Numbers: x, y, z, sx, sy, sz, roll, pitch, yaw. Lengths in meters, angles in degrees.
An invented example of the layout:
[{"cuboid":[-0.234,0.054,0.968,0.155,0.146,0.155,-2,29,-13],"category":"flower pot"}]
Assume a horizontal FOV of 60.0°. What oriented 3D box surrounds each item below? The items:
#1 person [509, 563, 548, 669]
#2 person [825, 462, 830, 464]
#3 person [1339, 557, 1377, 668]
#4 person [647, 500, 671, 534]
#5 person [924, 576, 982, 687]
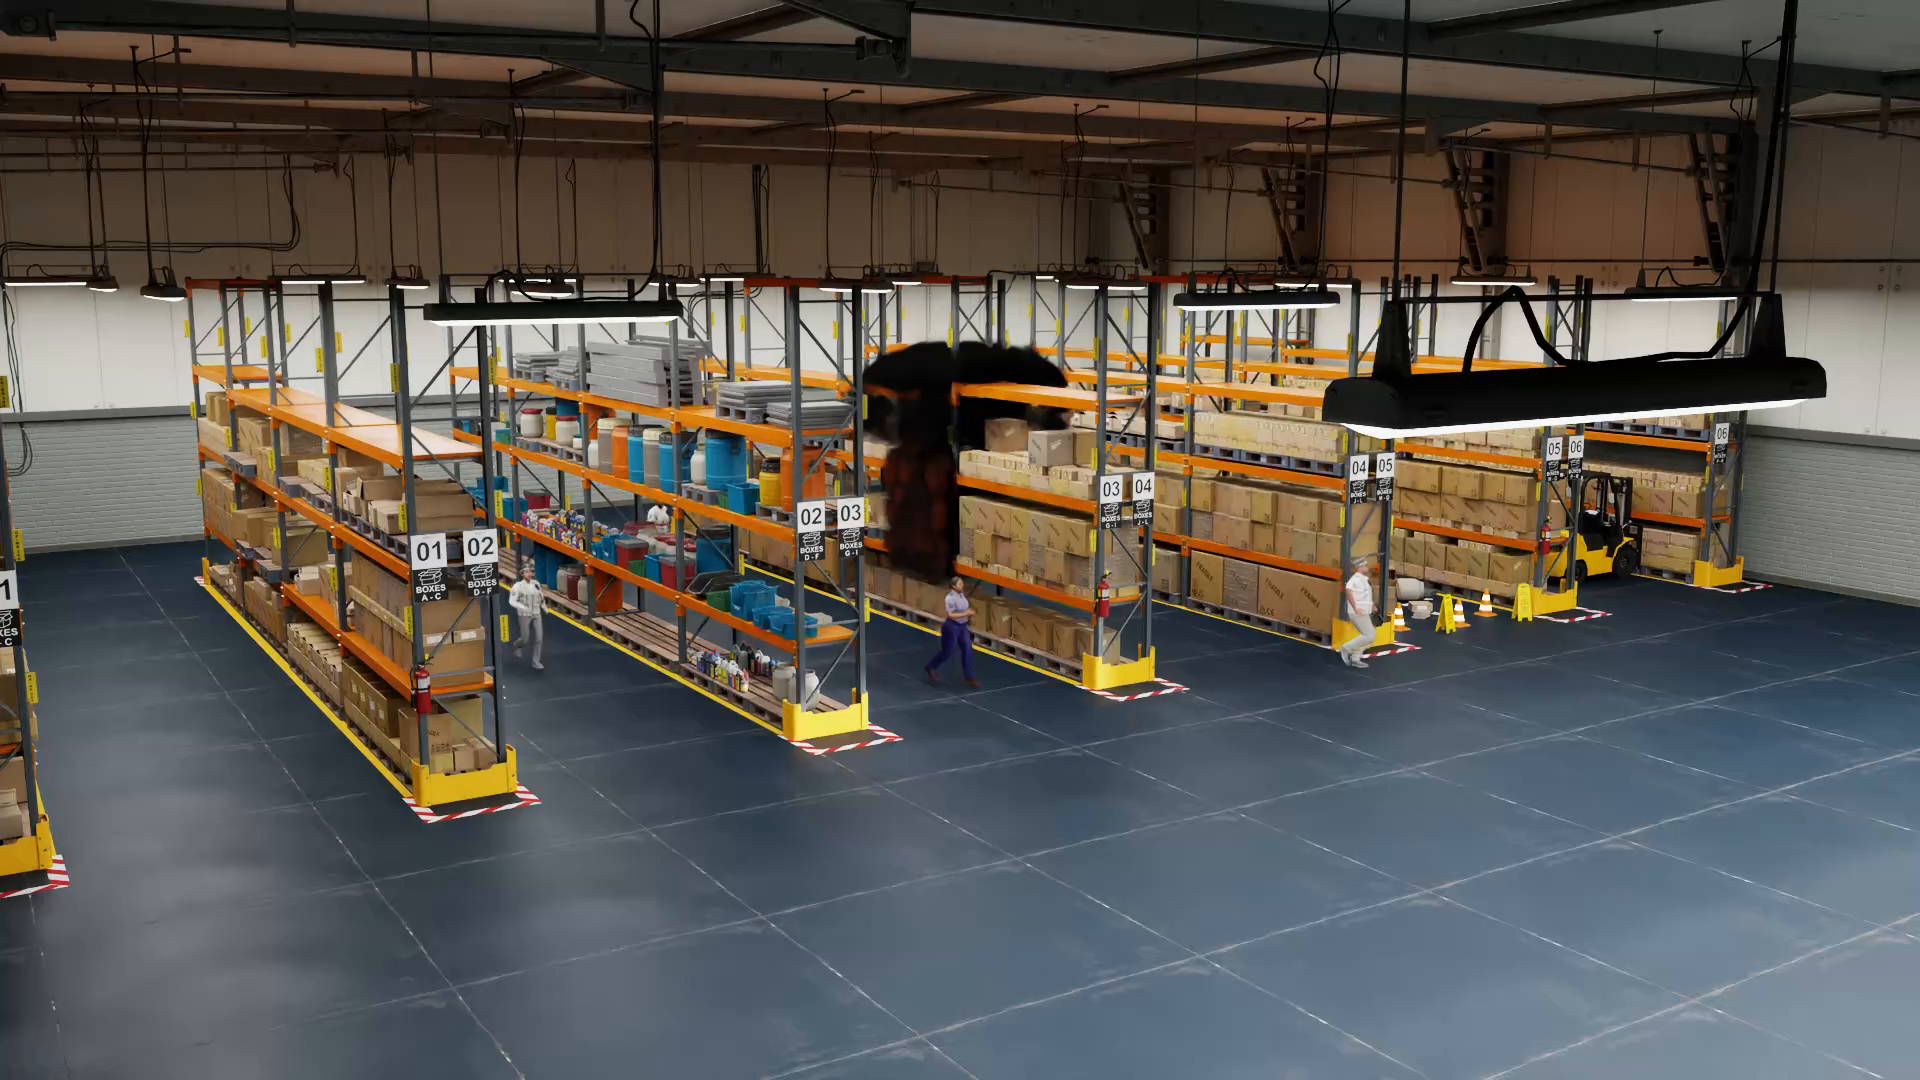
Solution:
[{"cuboid":[-6.743,1.168,26.057,0.625,1.649,0.669,-8,12,-40],"category":"person"},{"cuboid":[-3.404,-1.307,40.786,0.663,1.687,0.615,-2,10,-11],"category":"person"},{"cuboid":[6.284,1.125,26.192,0.542,1.717,0.719,3,10,16],"category":"person"},{"cuboid":[-6.100,-0.097,33.566,0.589,1.731,0.918,-9,13,-43],"category":"person"},{"cuboid":[-0.098,1.357,24.895,0.933,1.639,0.598,6,11,30],"category":"person"}]
